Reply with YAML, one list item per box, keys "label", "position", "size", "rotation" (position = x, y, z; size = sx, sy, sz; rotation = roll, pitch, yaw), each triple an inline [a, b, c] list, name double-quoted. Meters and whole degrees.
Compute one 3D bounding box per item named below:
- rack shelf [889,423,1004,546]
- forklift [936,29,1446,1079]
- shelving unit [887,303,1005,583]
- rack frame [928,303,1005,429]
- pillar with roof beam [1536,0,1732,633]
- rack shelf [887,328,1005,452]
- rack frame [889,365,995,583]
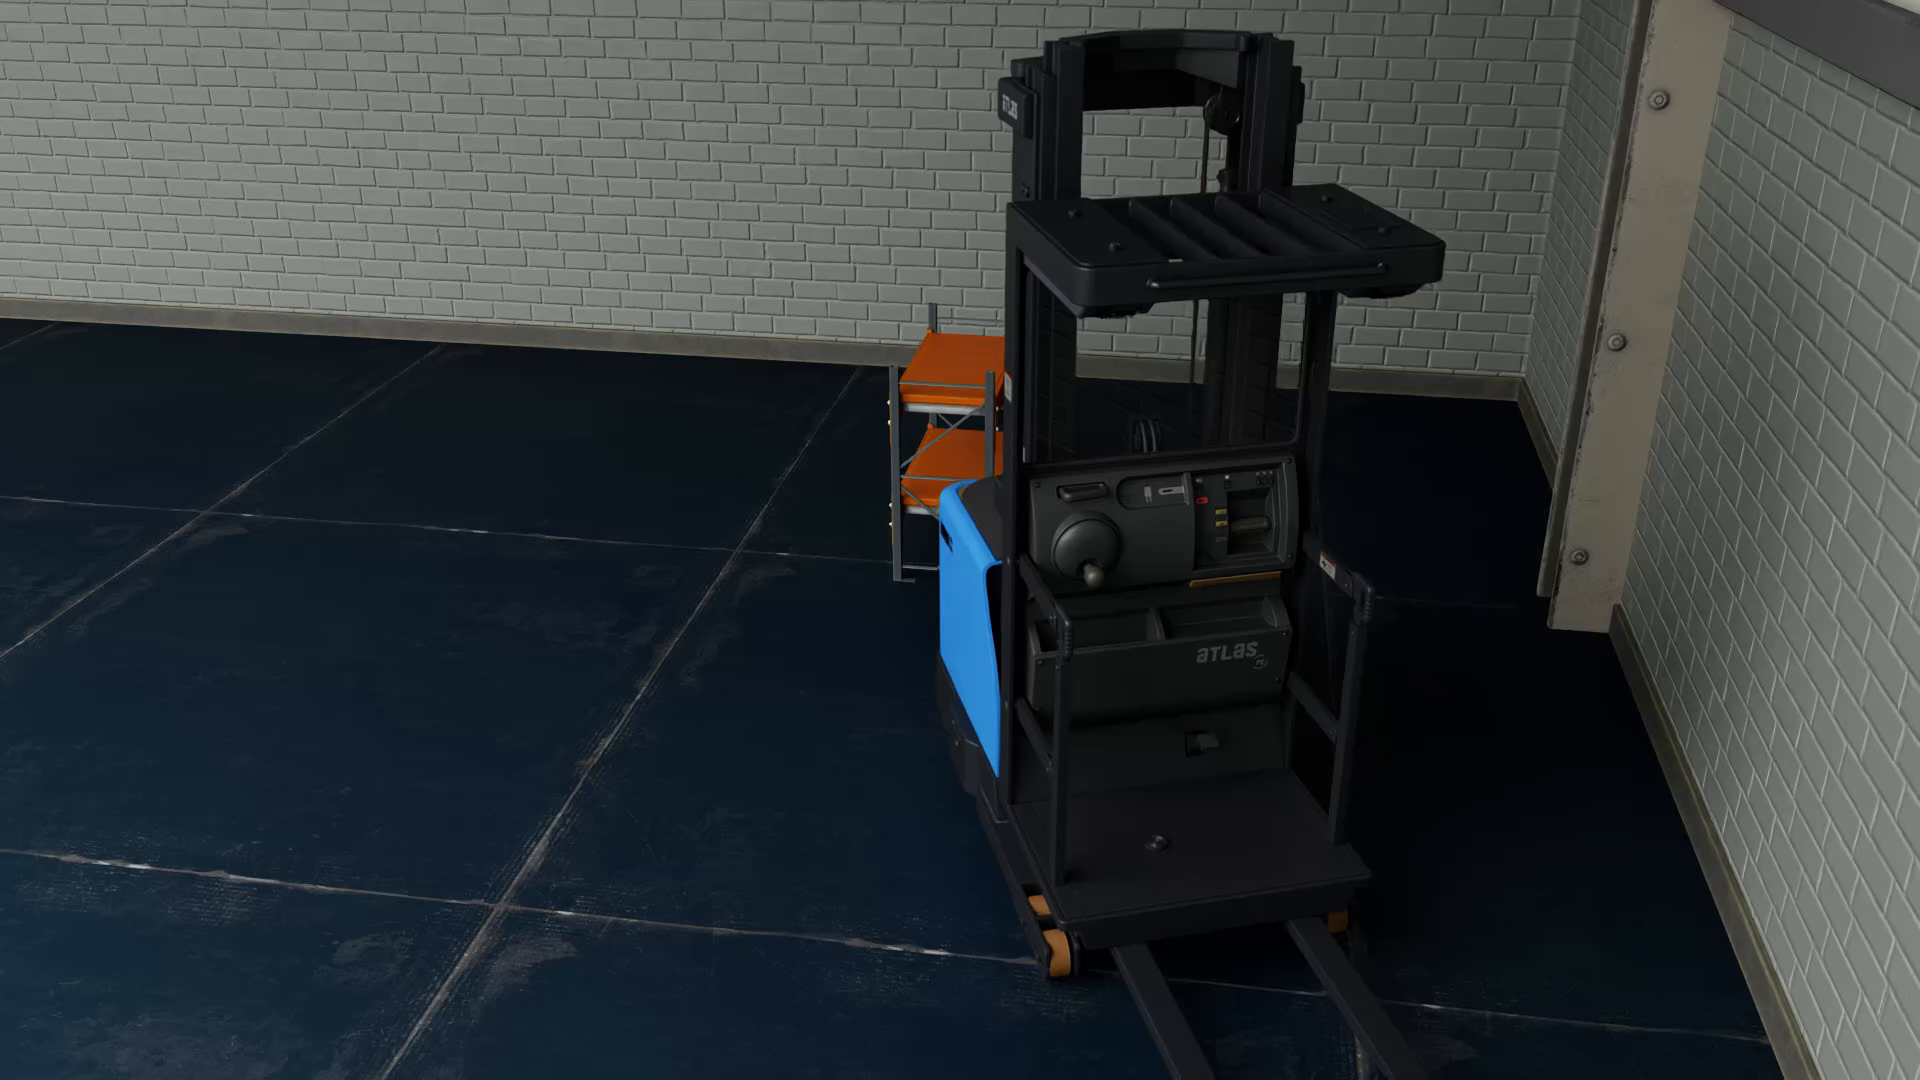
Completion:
- label: "rack shelf"
  position: [-0.001, -0.285, 8.609]
  size: [0.538, 0.278, 1.000]
  rotation: [4, 25, 9]
- label: "forklift"
  position: [0.738, -0.031, 5.358]
  size: [1.130, 2.935, 3.031]
  rotation: [-6, 26, -12]
- label: "shelving unit"
  position: [-0.001, -0.507, 8.506]
  size: [0.538, 1.125, 1.048]
  rotation: [4, 25, 9]
- label: "rack frame"
  position: [0.082, -0.719, 8.960]
  size: [0.500, 1.125, 0.032]
  rotation: [4, 25, 9]
- label: "pillar with roof beam"
  position: [-1.281, -4.029, 6.742]
  size: [9.100, 9.000, 0.400]
  rotation: [4, 25, 9]
- label: "rack shelf"
  position: [-0.001, -0.772, 8.381]
  size: [0.538, 0.278, 1.000]
  rotation: [4, 25, 9]
- label: "rack frame"
  position: [-0.084, -0.294, 8.051]
  size: [0.500, 1.125, 0.032]
  rotation: [4, 25, 9]
